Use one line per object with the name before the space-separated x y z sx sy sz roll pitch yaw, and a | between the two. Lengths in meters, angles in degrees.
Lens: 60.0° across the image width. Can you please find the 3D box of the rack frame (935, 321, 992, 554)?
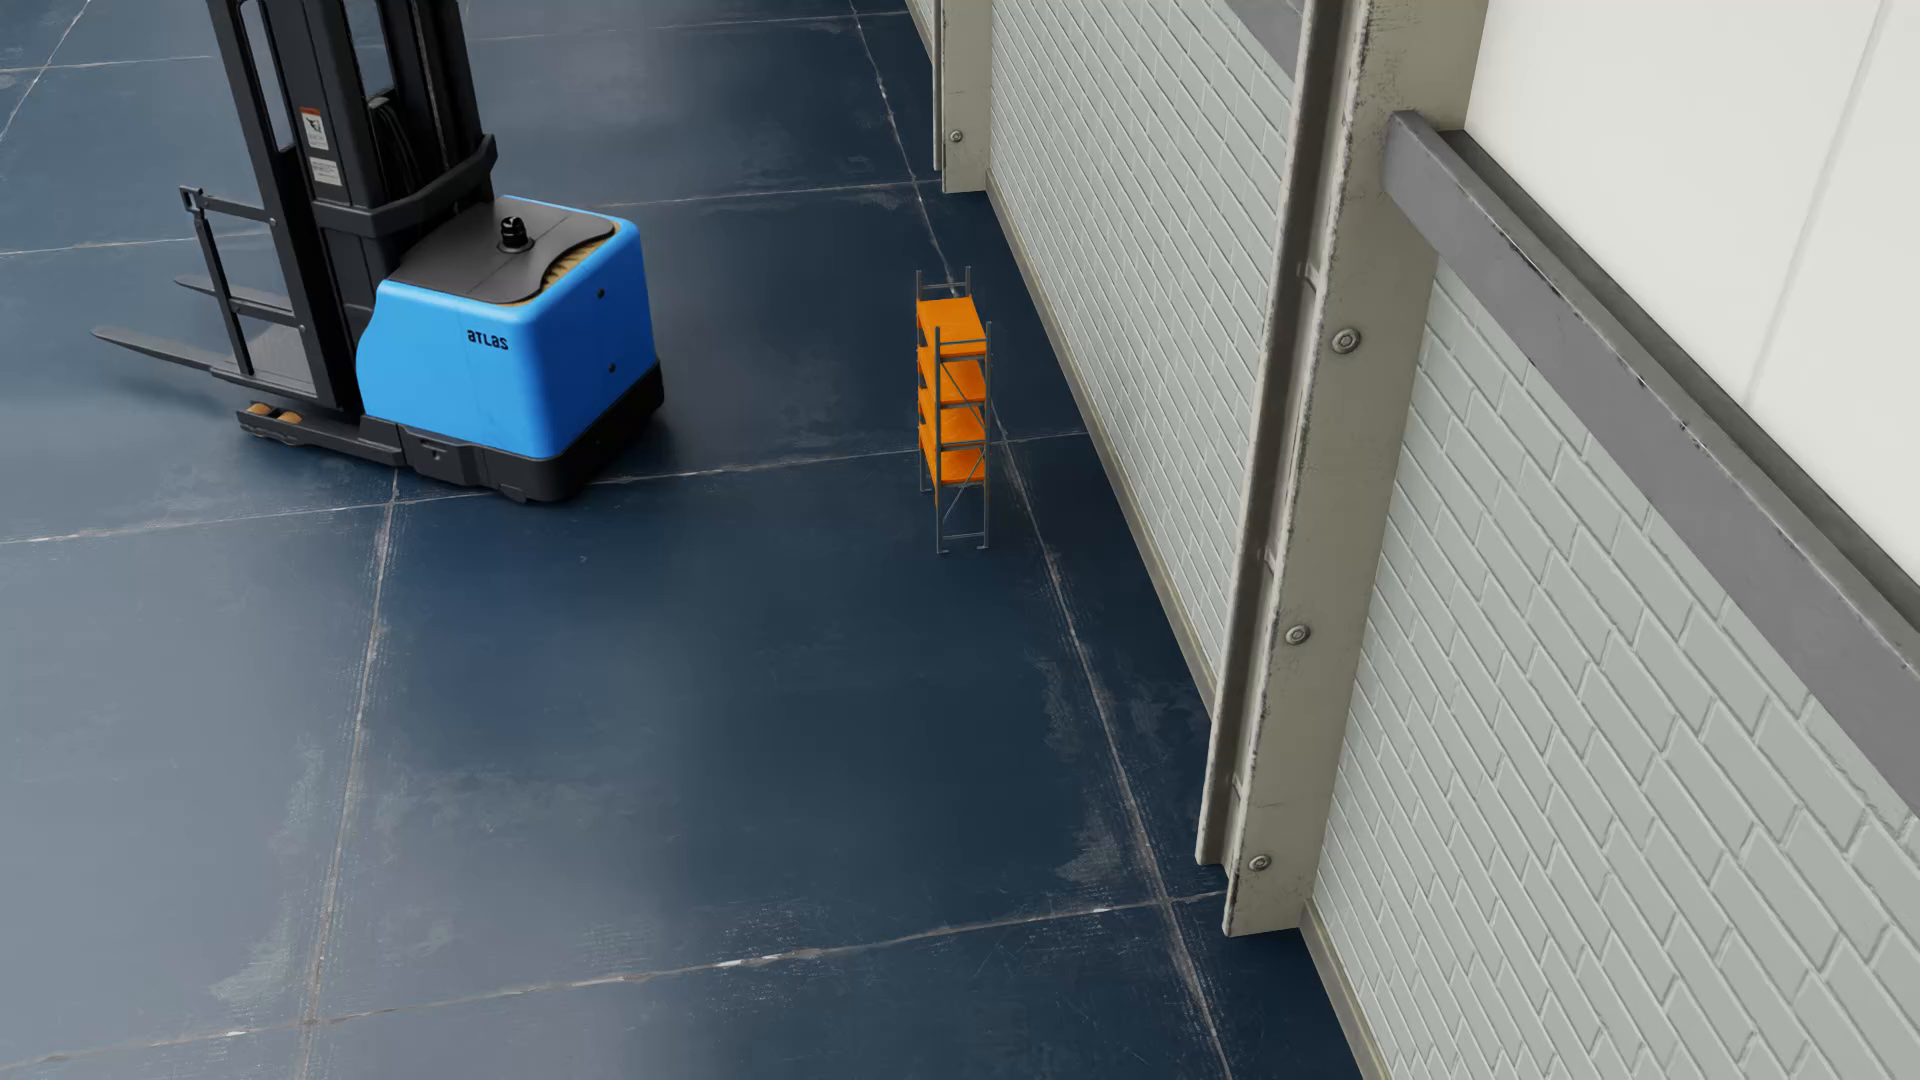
rack frame | 0.014 -0.426 7.321 0.240 1.200 0.015 -6 38 -8

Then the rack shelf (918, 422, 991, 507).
rack shelf | -0.029 -0.364 7.674 0.258 0.148 0.480 -6 38 -8

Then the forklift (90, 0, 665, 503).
forklift | -3.087 -1.915 7.826 3.031 2.935 1.130 14 40 18

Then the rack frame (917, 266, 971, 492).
rack frame | -0.072 -0.721 7.700 0.240 1.200 0.015 -6 38 -8

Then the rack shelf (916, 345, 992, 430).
rack shelf | -0.029 -0.697 7.415 0.258 0.148 0.480 -6 38 -8

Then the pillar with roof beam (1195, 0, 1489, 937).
pillar with roof beam | -3.173 -1.810 2.745 9.100 9.000 0.400 -6 38 -8

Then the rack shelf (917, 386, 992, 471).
rack shelf | -0.029 -0.521 7.552 0.258 0.148 0.480 -6 38 -8

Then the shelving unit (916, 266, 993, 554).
shelving unit | -0.029 -0.574 7.511 0.258 1.200 0.503 -6 38 -8

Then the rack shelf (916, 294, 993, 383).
rack shelf | -0.029 -0.884 7.270 0.258 0.148 0.480 -6 38 -8

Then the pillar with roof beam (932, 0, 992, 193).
pillar with roof beam | -4.225 -5.434 7.410 9.100 9.000 0.400 -6 38 -8
